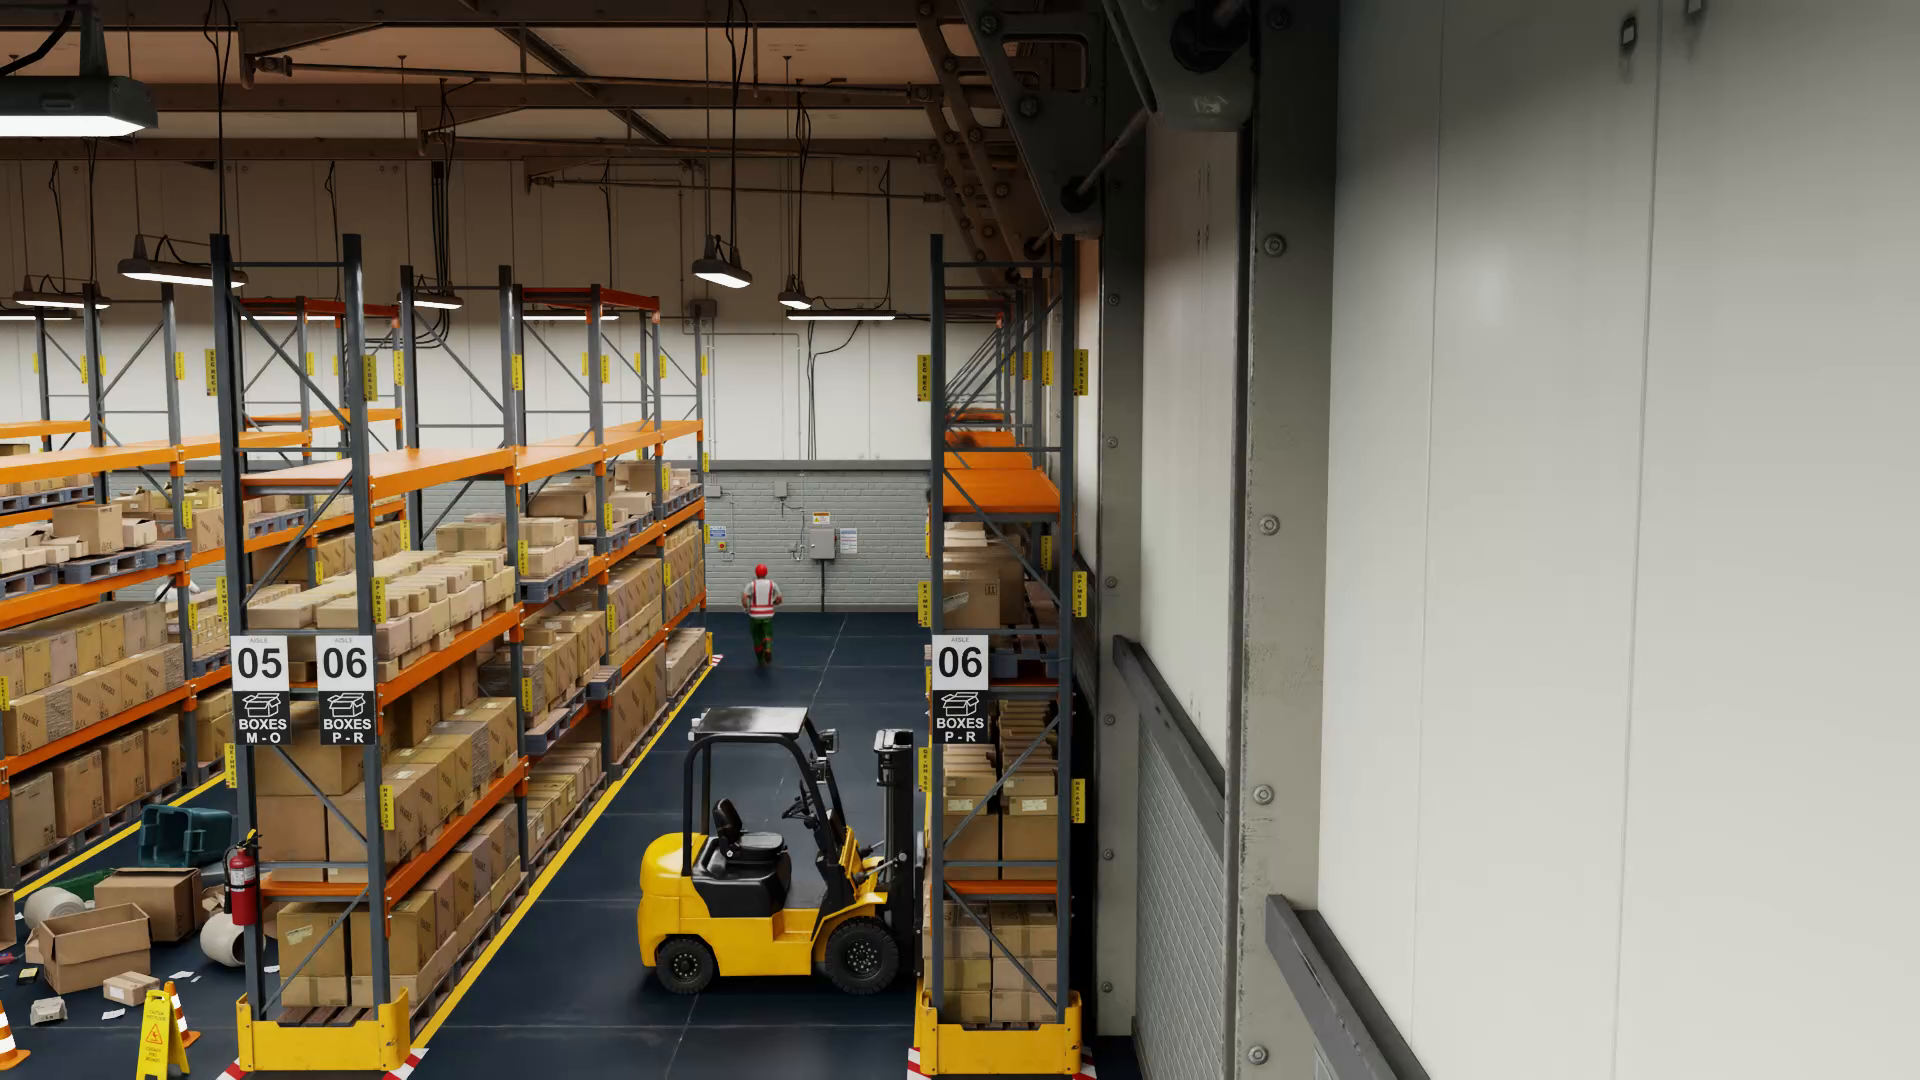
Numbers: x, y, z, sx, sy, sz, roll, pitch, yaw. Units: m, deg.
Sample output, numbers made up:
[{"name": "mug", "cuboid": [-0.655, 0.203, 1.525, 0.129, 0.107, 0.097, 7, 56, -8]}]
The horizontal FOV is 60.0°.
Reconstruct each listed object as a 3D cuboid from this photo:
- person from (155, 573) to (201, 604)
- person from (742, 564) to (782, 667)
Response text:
[{"name": "person", "cuboid": [-12.928, 1.271, 27.609, 0.770, 1.699, 0.629, -3, 7, -25]}, {"name": "person", "cuboid": [-3.272, 1.278, 27.438, 0.680, 1.784, 0.825, -2, 7, -14]}]
